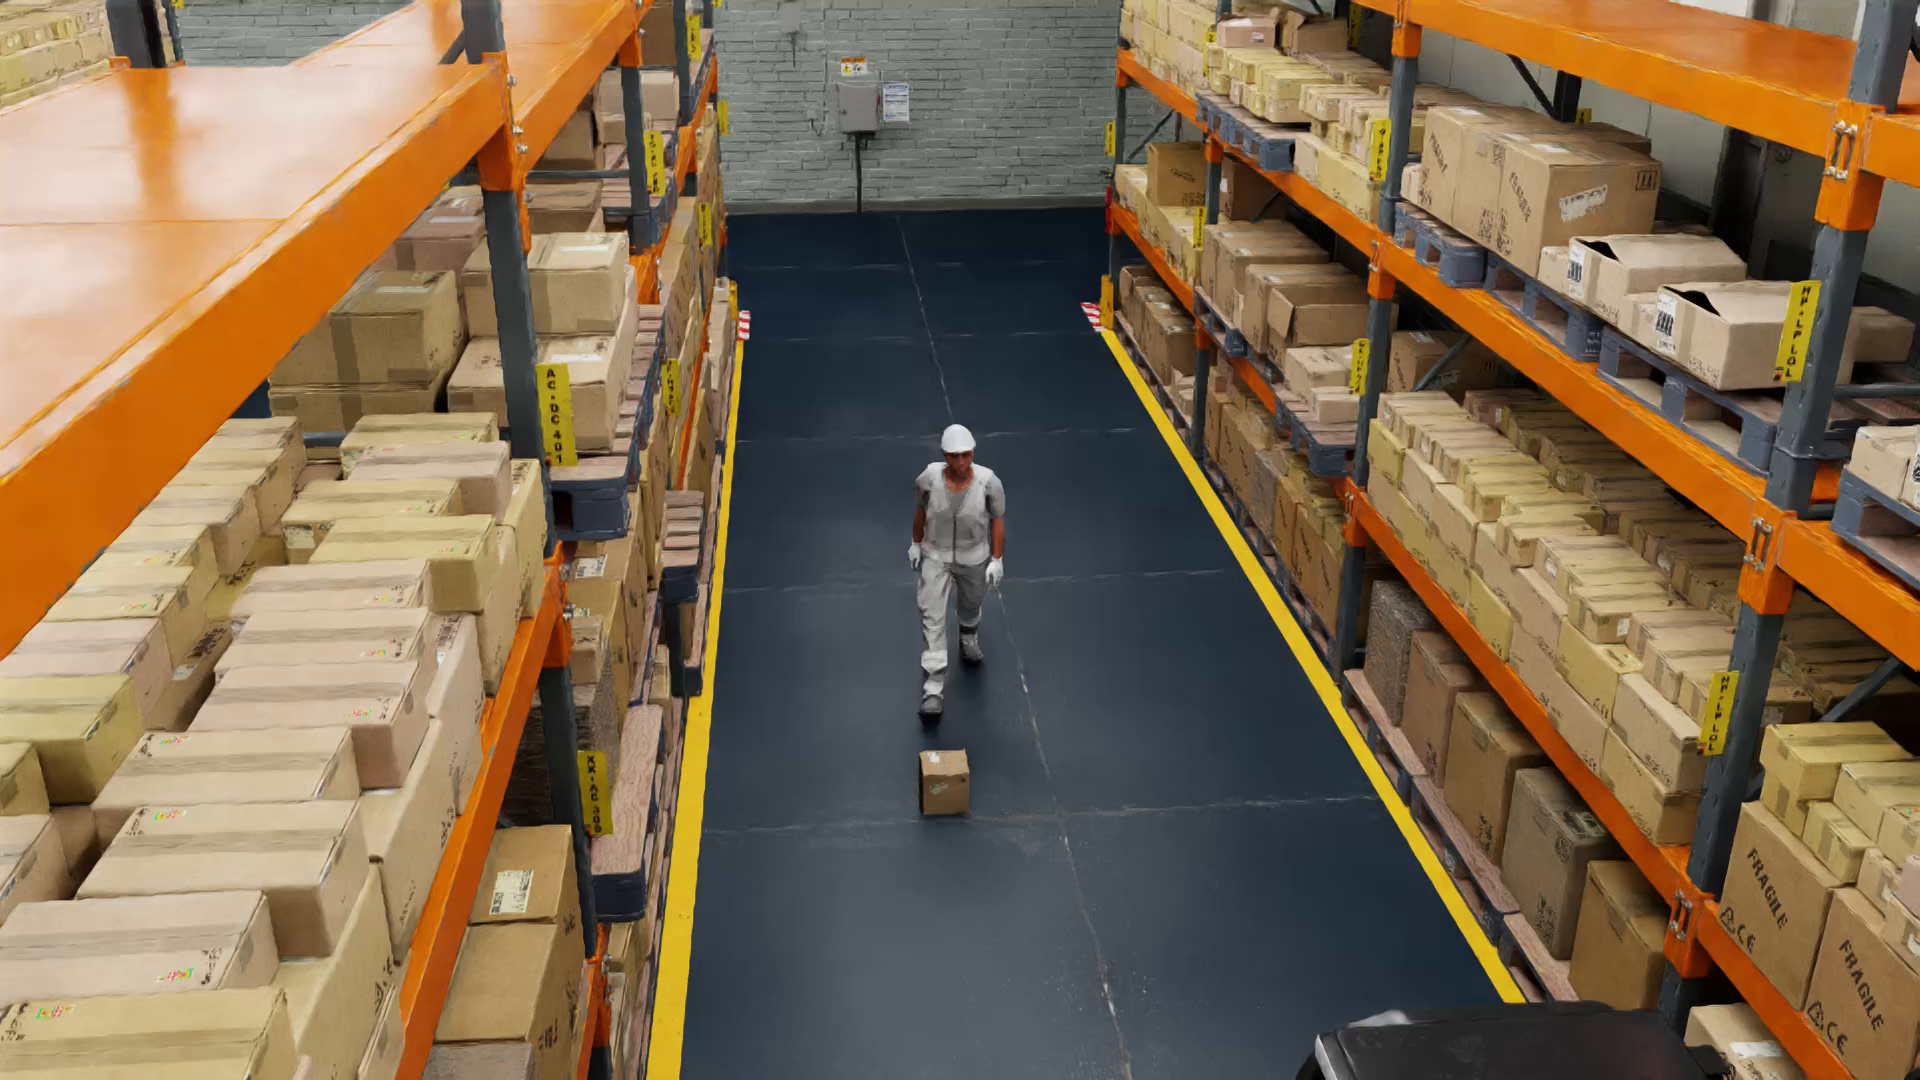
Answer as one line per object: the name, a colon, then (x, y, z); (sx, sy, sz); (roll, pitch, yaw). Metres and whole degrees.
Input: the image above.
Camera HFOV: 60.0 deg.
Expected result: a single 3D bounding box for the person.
person: (-0.021, 0.113, 9.855); (0.581, 1.708, 1.102); (0, 24, 0)
